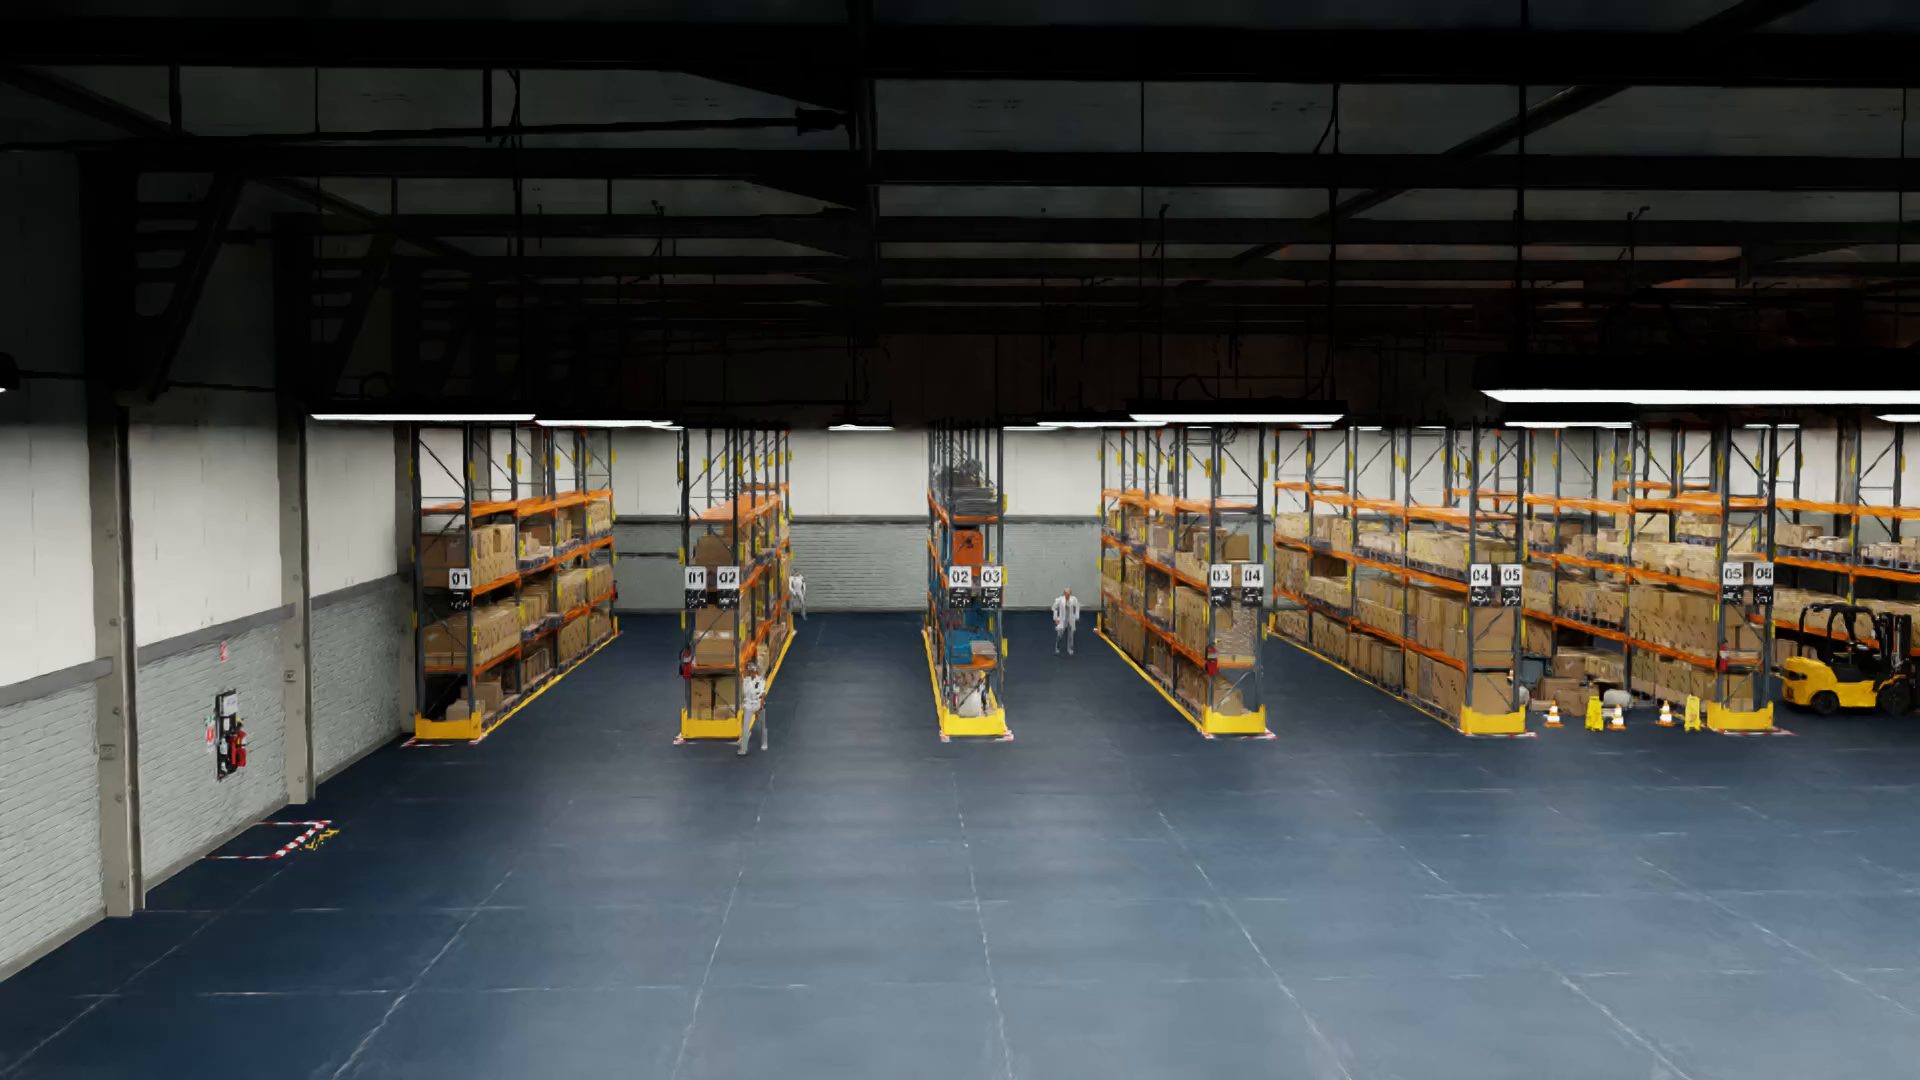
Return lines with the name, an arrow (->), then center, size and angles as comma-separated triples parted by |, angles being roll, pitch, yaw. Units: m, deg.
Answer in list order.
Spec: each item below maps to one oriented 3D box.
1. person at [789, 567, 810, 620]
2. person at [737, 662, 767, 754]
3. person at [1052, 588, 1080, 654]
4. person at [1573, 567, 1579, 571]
person -> -4.971, 1.614, 50.565 | 0.639, 1.610, 0.807 | -1, 4, -19
person -> -3.657, 2.968, 29.568 | 0.443, 1.618, 1.000 | 0, 4, 7
person -> 2.725, 2.074, 42.747 | 0.729, 1.733, 0.546 | 0, 4, -4
person -> 18.321, 1.663, 49.280 | 0.536, 1.713, 0.627 | -2, 4, -30
